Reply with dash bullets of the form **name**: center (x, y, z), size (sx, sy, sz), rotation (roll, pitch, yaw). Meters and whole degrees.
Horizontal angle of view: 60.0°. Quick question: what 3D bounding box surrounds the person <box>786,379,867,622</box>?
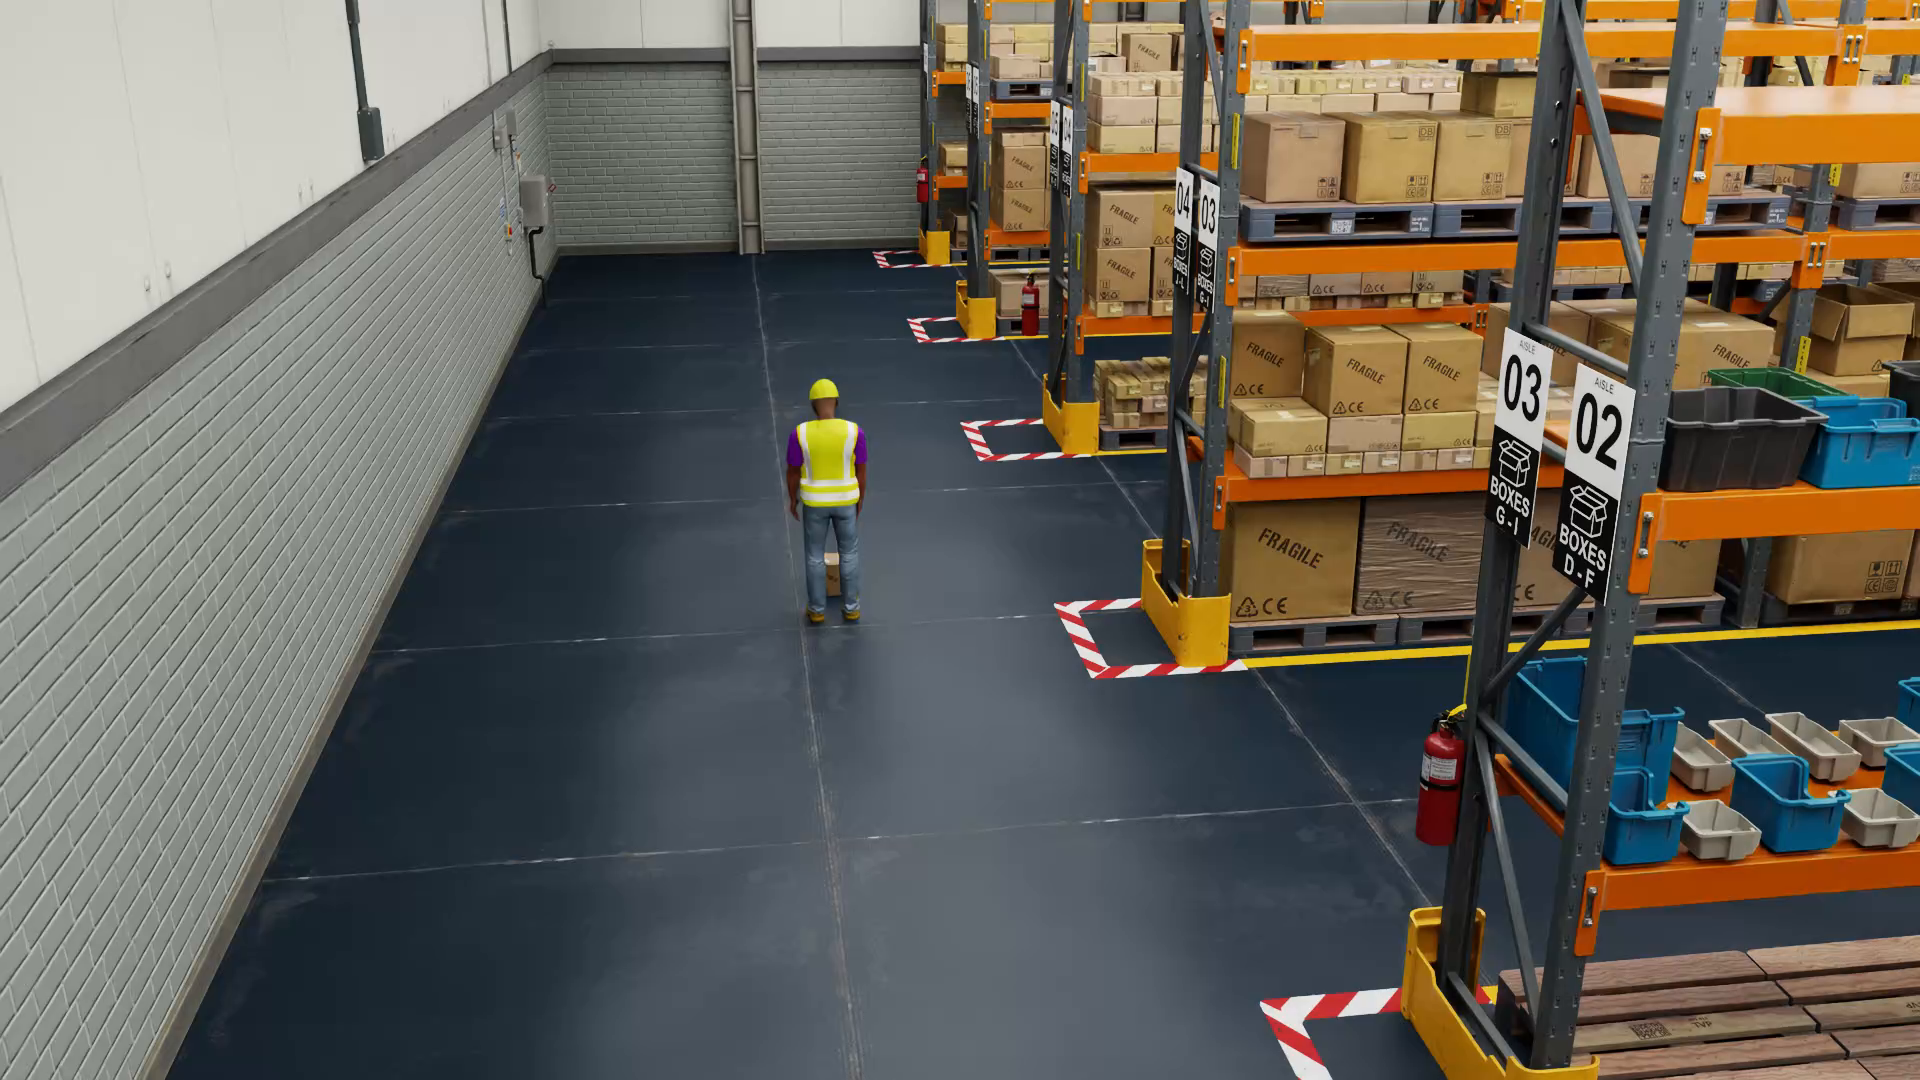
- **person**: center (-0.941, -0.280, 11.821), size (0.569, 1.759, 0.368), rotation (-2, 20, -7)
